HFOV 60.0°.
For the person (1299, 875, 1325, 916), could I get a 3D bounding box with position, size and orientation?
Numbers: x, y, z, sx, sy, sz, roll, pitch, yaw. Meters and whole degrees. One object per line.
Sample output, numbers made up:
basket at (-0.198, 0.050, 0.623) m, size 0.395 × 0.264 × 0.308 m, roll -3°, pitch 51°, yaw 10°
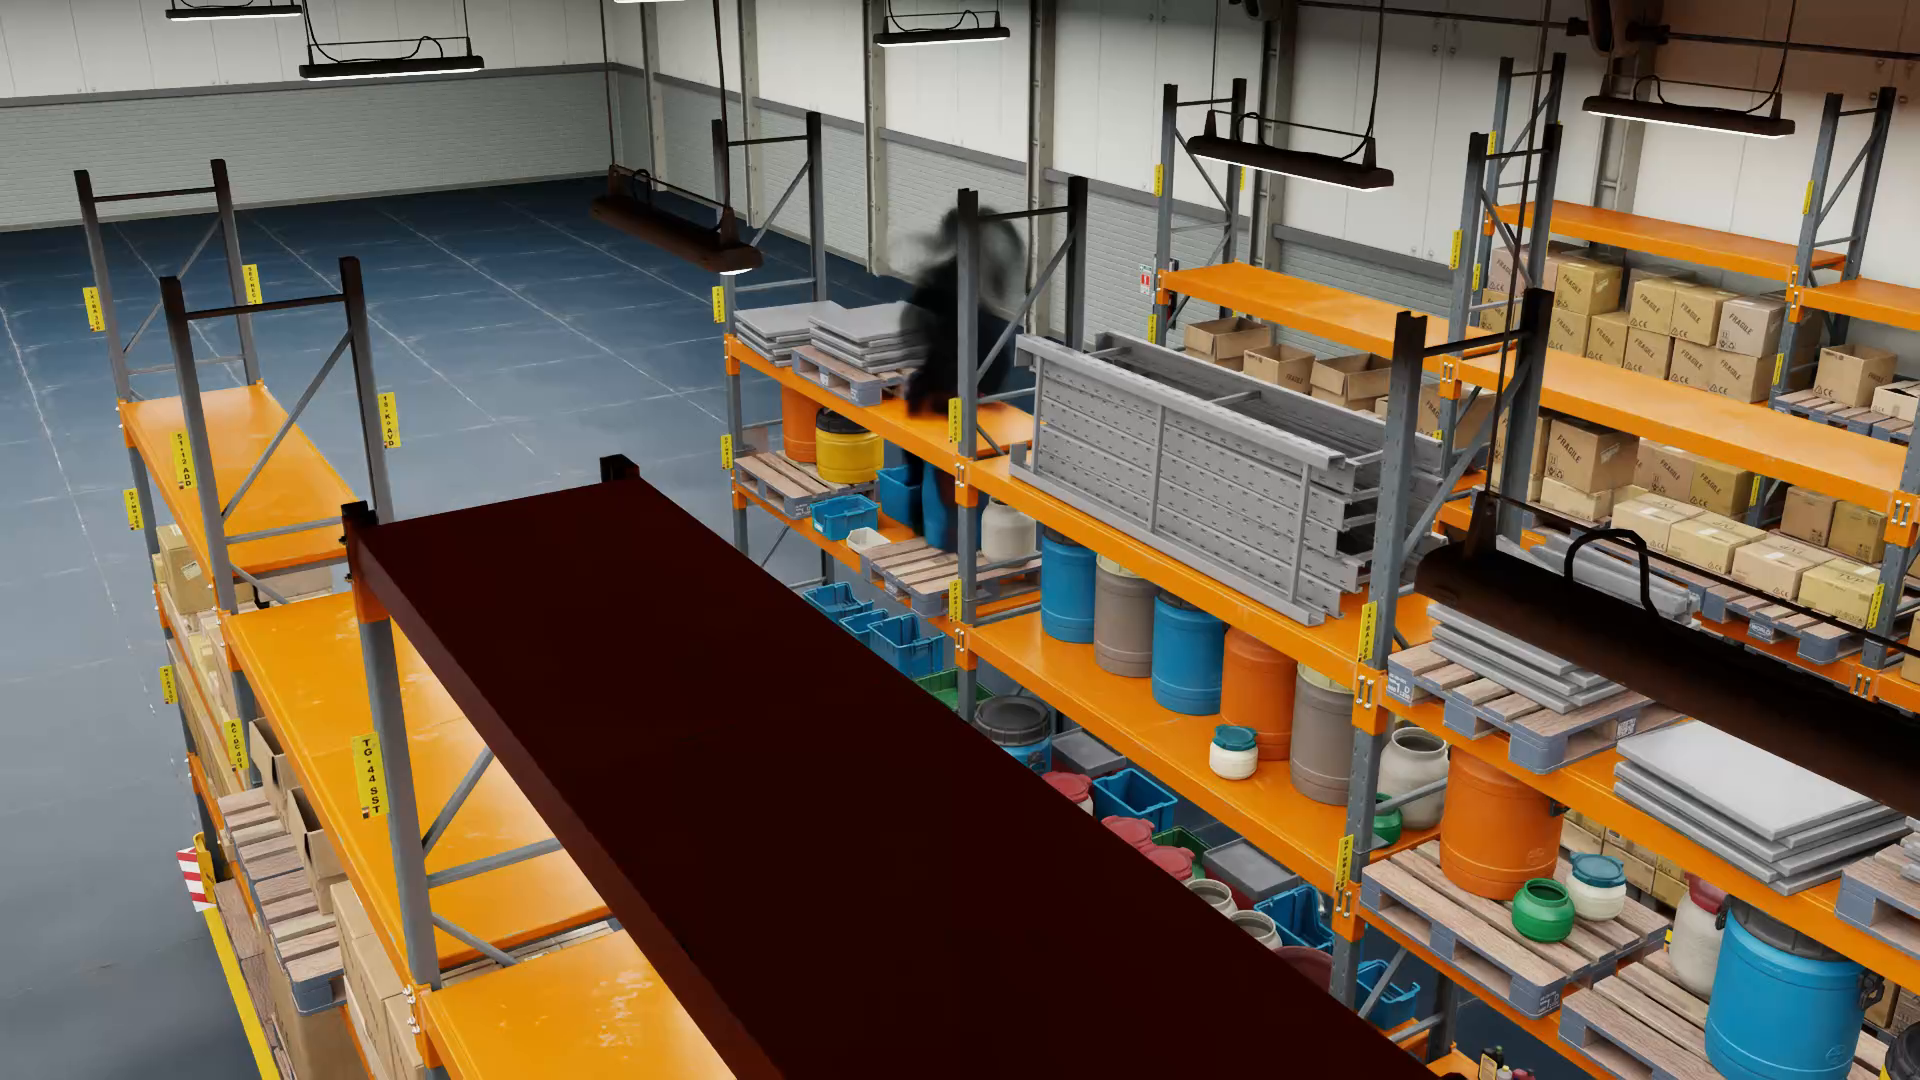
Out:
person at (2.563, 2.220, 13.069) m, size 0.564 × 1.576 × 0.862 m, roll -16°, pitch 27°, yaw -34°
